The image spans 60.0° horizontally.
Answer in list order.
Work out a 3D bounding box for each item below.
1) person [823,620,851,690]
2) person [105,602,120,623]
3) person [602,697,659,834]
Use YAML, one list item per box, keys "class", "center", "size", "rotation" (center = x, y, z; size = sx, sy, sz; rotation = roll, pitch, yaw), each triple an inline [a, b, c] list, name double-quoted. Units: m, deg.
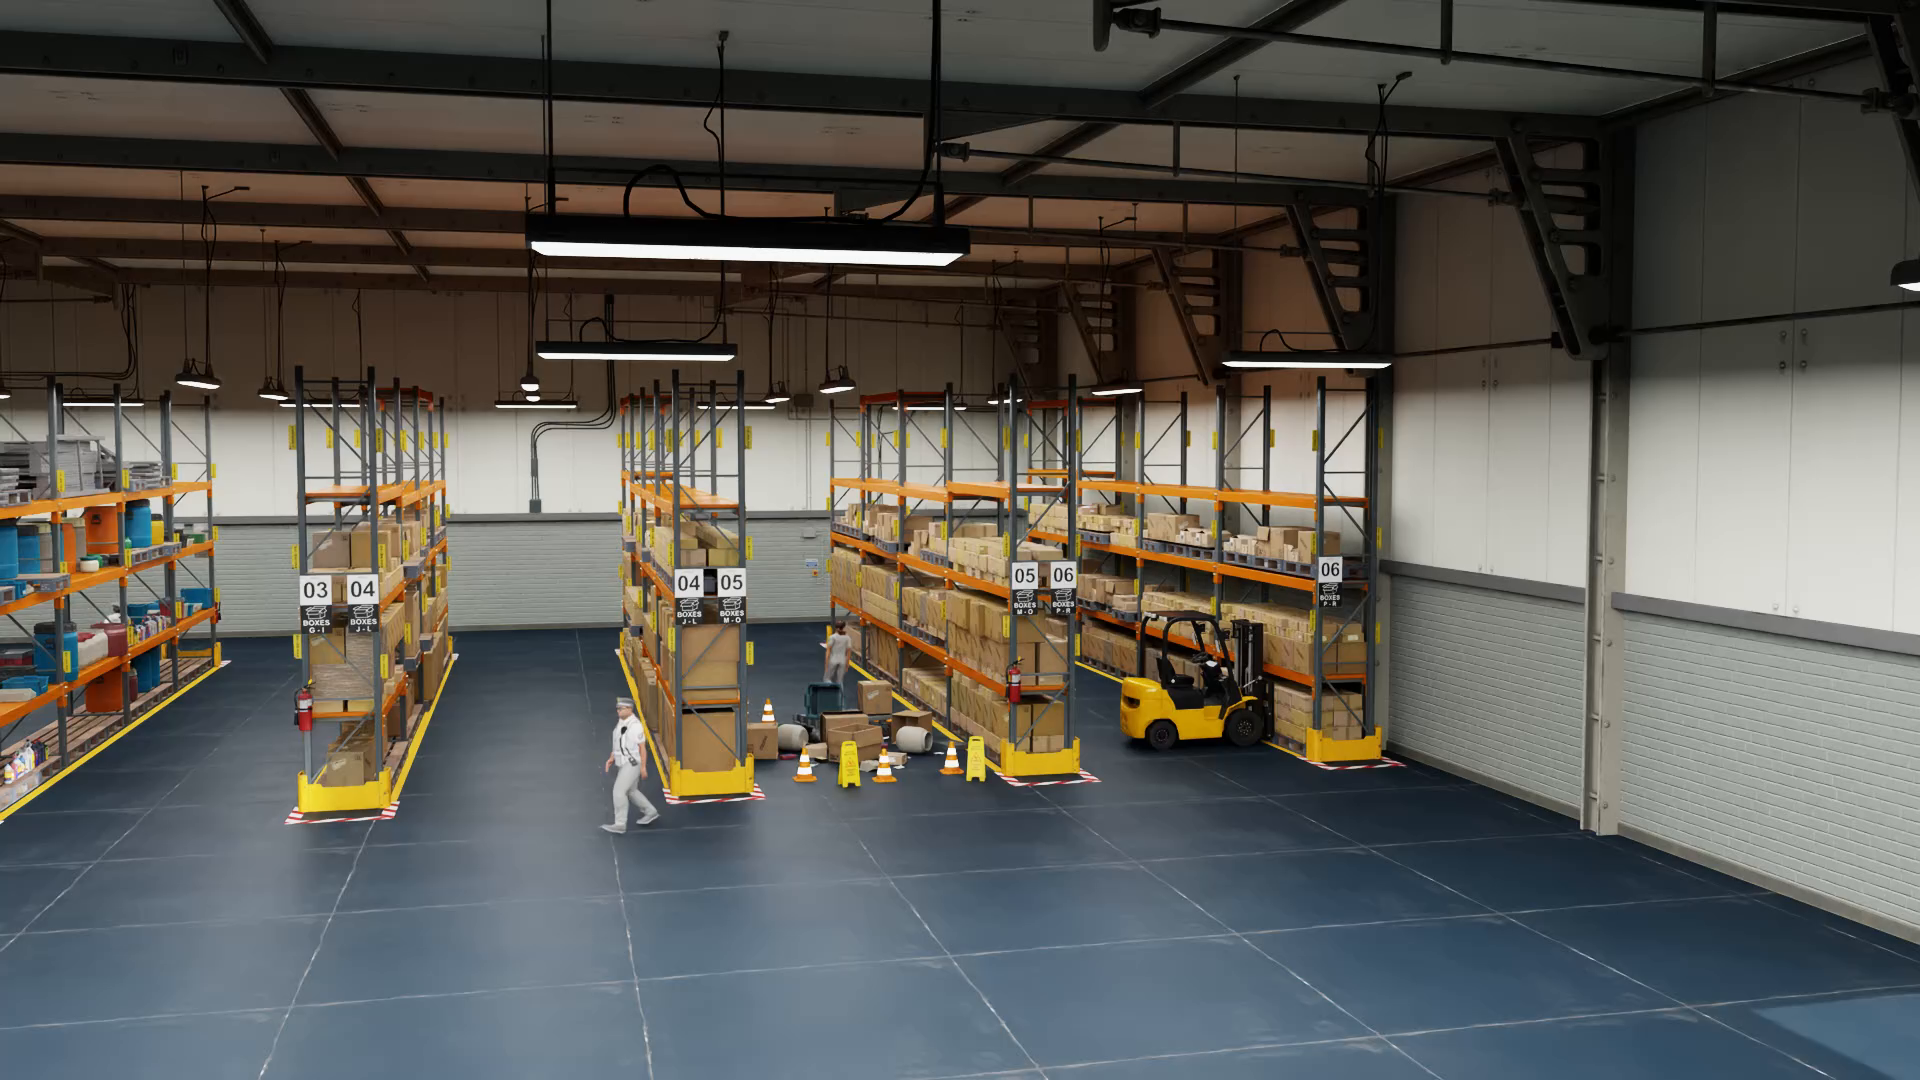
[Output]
- class: "person"
  center: [-2.305, 2.314, 30.917]
  size: [0.573, 1.672, 0.450]
  rotation: [-1, 4, -14]
- class: "person"
  center: [-17.382, 2.119, 34.243]
  size: [0.517, 1.669, 0.476]
  rotation: [-1, 4, -23]
- class: "person"
  center: [-4.260, 2.876, 21.428]
  size: [0.848, 1.724, 0.570]
  rotation: [-2, 4, -26]
